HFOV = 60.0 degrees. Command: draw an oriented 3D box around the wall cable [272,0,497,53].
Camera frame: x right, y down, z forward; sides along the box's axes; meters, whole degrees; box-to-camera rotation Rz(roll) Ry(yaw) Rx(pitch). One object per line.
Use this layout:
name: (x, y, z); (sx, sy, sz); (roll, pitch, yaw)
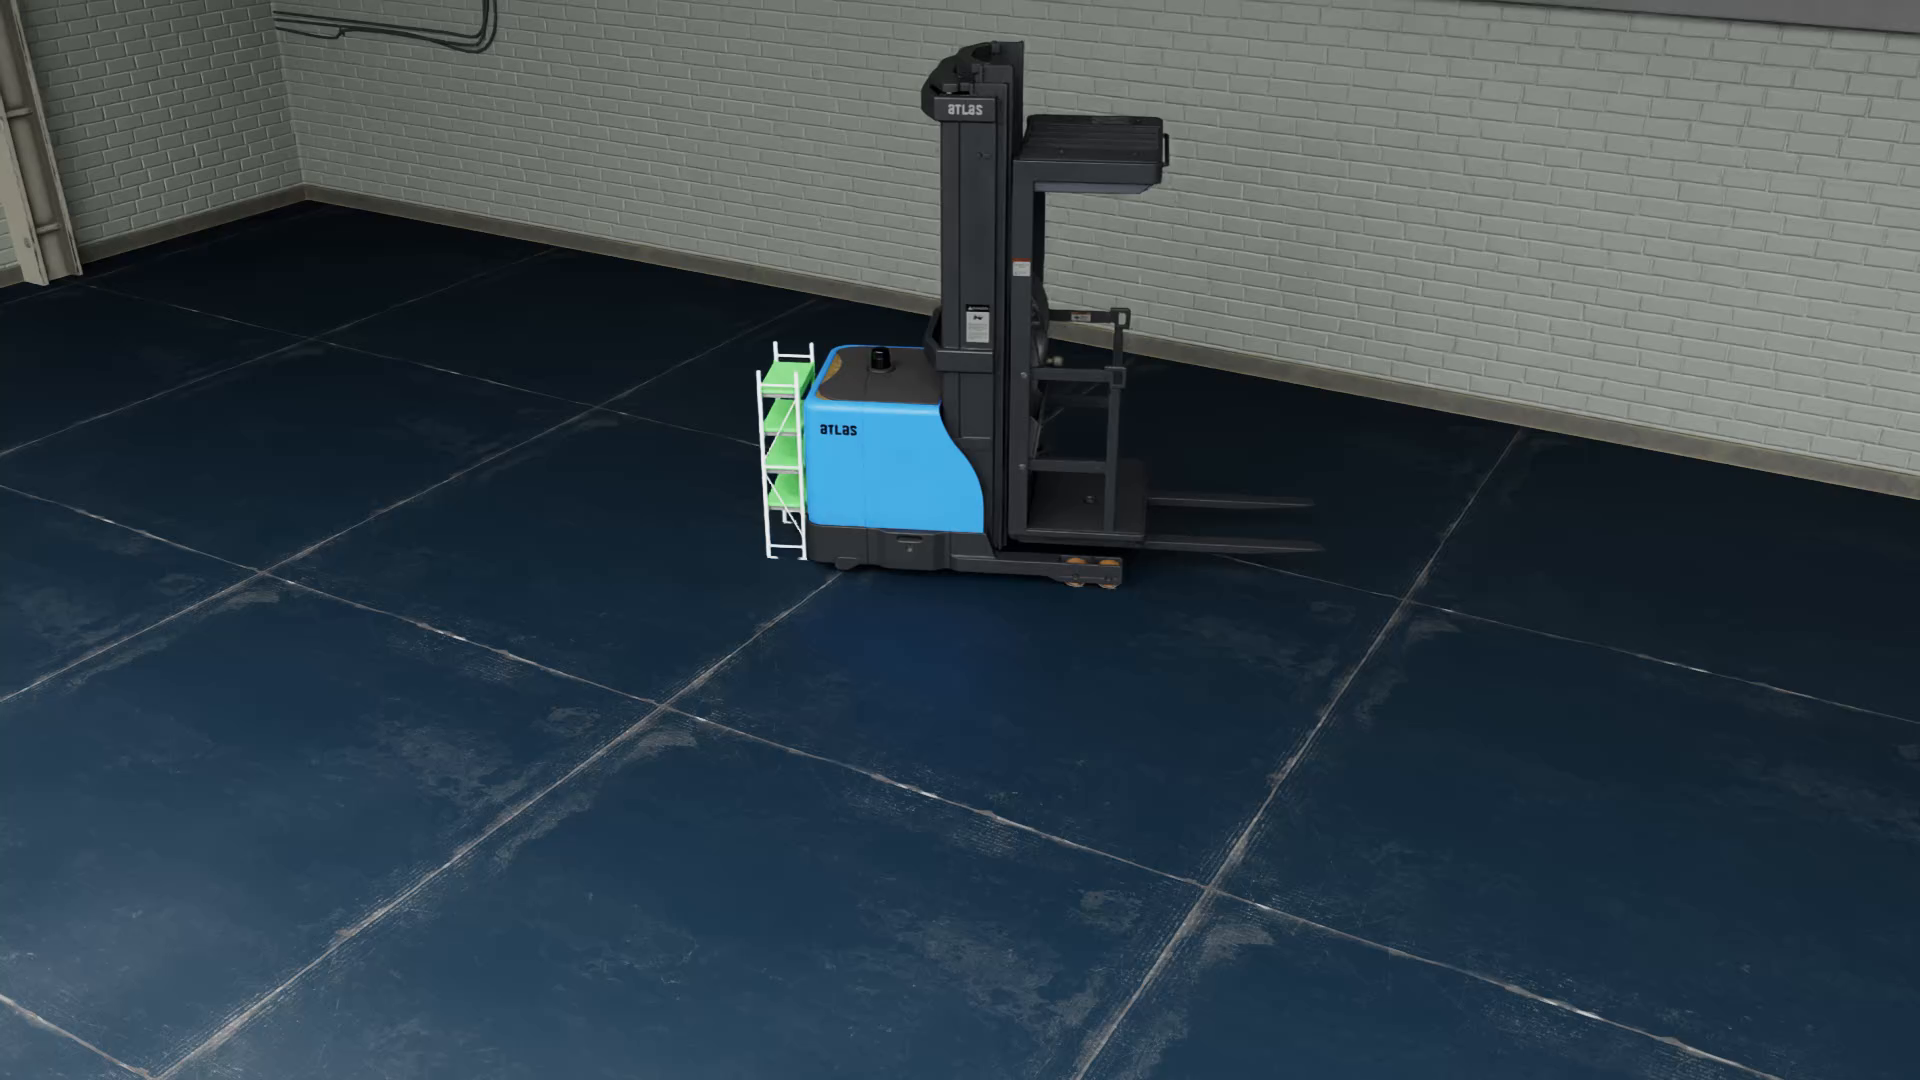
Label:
wall cable: (-5.567, -5.859, 15.371); (3.097, 2.526, 0.112); (14, 30, 26)

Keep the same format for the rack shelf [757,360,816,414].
rack shelf: (-1.019, -0.906, 9.789); (0.258, 0.148, 0.480); (3, 27, 5)

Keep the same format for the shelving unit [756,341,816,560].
shelving unit: (-1.019, -0.534, 9.976); (0.258, 1.200, 0.503); (3, 27, 5)

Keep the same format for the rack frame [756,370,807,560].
rack frame: (-1.043, -0.425, 9.759); (0.240, 1.200, 0.015); (3, 27, 5)

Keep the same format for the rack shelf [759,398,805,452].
rack shelf: (-1.019, -0.691, 9.897); (0.258, 0.148, 0.480); (3, 27, 5)

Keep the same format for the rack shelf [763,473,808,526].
rack shelf: (-1.019, -0.262, 10.112); (0.258, 0.148, 0.480); (3, 27, 5)

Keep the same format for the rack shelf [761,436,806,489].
rack shelf: (-1.019, -0.477, 10.004); (0.258, 0.148, 0.480); (3, 27, 5)

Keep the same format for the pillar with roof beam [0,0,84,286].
pillar with roof beam: (-4.419, -5.443, 11.070); (9.100, 9.000, 0.400); (14, 30, 26)

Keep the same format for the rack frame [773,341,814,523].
rack frame: (-0.994, -0.642, 10.193); (0.240, 1.200, 0.015); (3, 27, 5)

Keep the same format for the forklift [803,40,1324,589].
forklift: (0.643, -1.279, 9.530); (3.031, 2.935, 1.130); (3, 27, 6)
